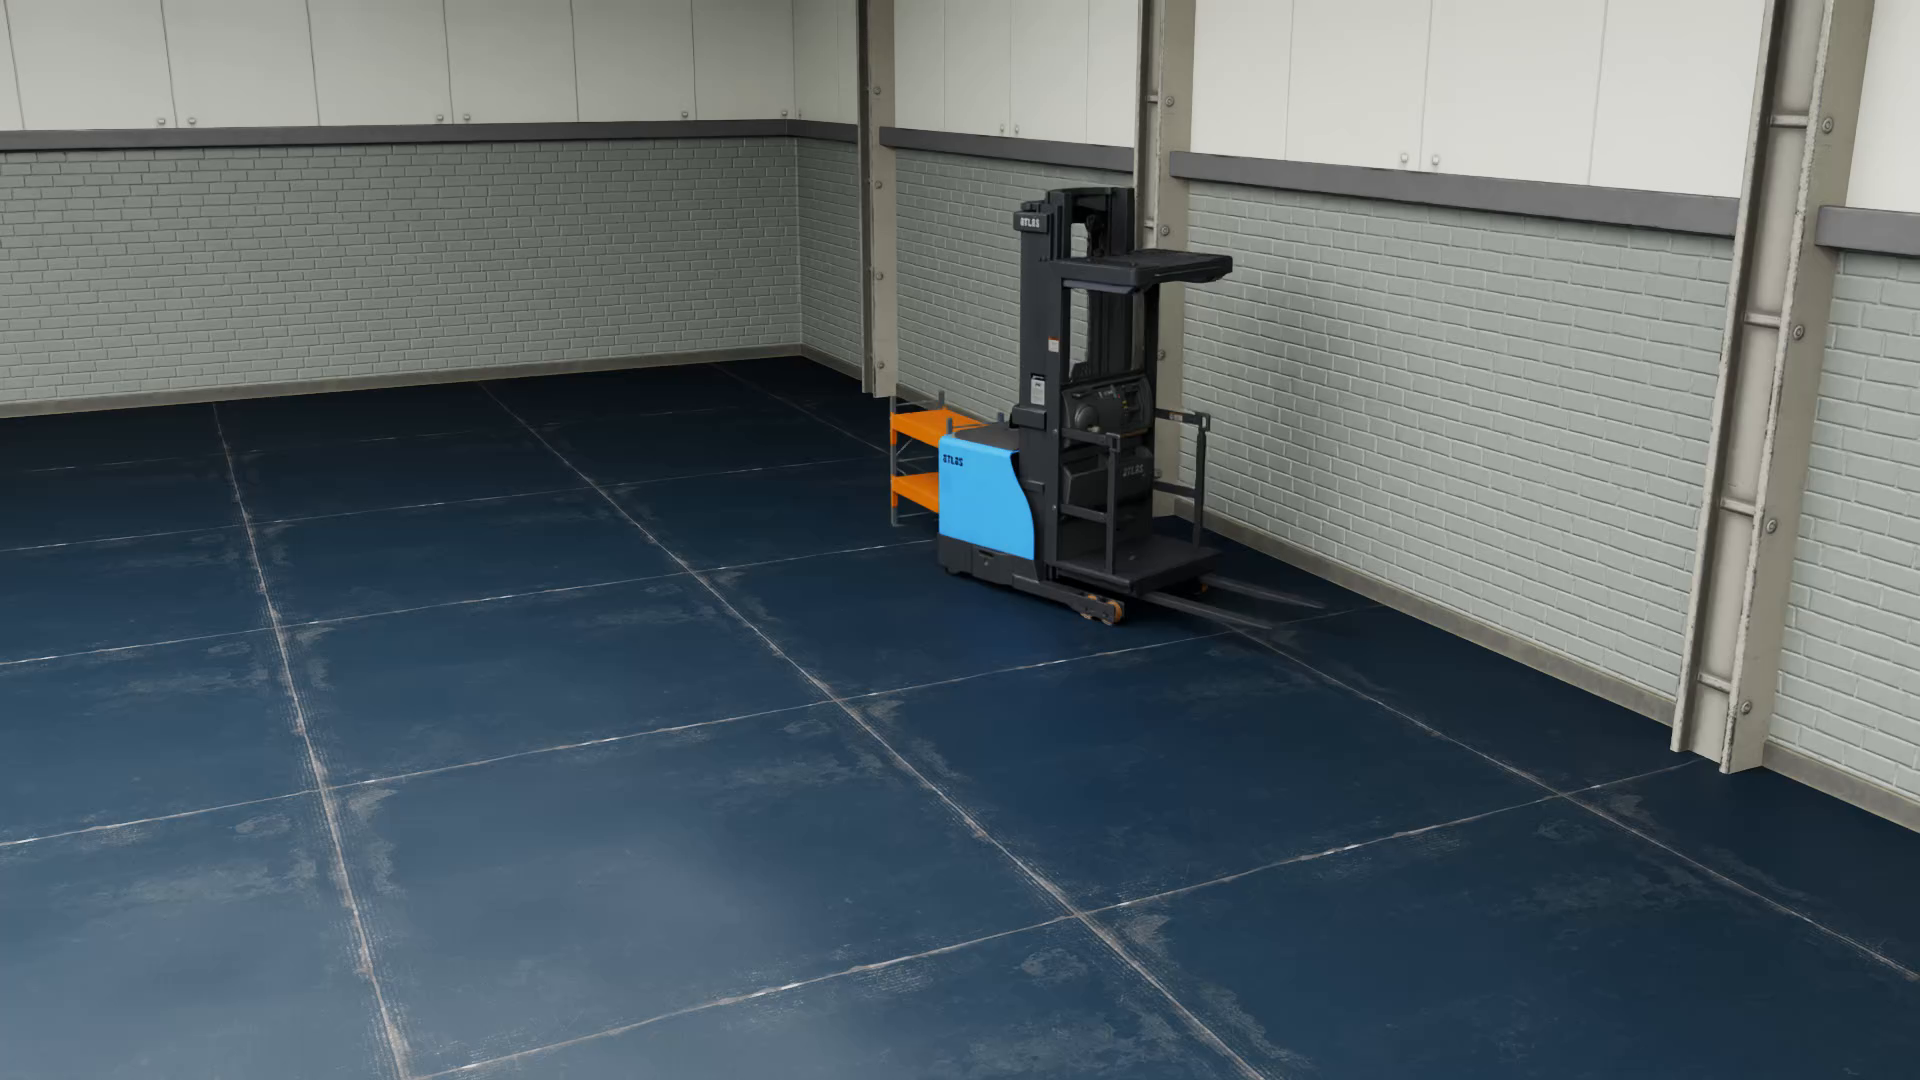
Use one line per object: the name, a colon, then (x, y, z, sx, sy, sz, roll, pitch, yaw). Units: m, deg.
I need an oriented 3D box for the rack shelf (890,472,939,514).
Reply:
rack shelf: (-0.119, -0.330, 13.747, 0.538, 0.278, 1.000, -8, 18, -27)

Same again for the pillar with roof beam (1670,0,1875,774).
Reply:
pillar with roof beam: (0.436, -2.574, 6.405, 9.100, 9.000, 0.400, -8, 18, -25)

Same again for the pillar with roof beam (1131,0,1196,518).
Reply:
pillar with roof beam: (-2.193, -4.061, 11.589, 9.100, 9.000, 0.400, -8, 18, -25)

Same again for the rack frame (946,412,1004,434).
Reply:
rack frame: (0.121, -0.441, 13.249, 0.500, 1.125, 0.032, -8, 18, -27)

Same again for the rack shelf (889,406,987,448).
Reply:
rack shelf: (-0.119, -0.846, 13.599, 0.538, 0.278, 1.000, -8, 18, -27)

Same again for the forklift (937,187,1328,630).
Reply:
forklift: (1.215, -0.974, 11.830, 1.130, 2.935, 3.031, -15, 22, -43)

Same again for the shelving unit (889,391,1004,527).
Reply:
shelving unit: (-0.119, -0.565, 13.680, 0.538, 1.125, 1.048, -8, 18, -27)

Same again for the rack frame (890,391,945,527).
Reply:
rack frame: (-0.358, -0.689, 14.111, 0.500, 1.125, 0.032, -8, 18, -27)

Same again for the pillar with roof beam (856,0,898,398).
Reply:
pillar with roof beam: (-4.821, -5.549, 16.774, 9.100, 9.000, 0.400, -8, 18, -25)
